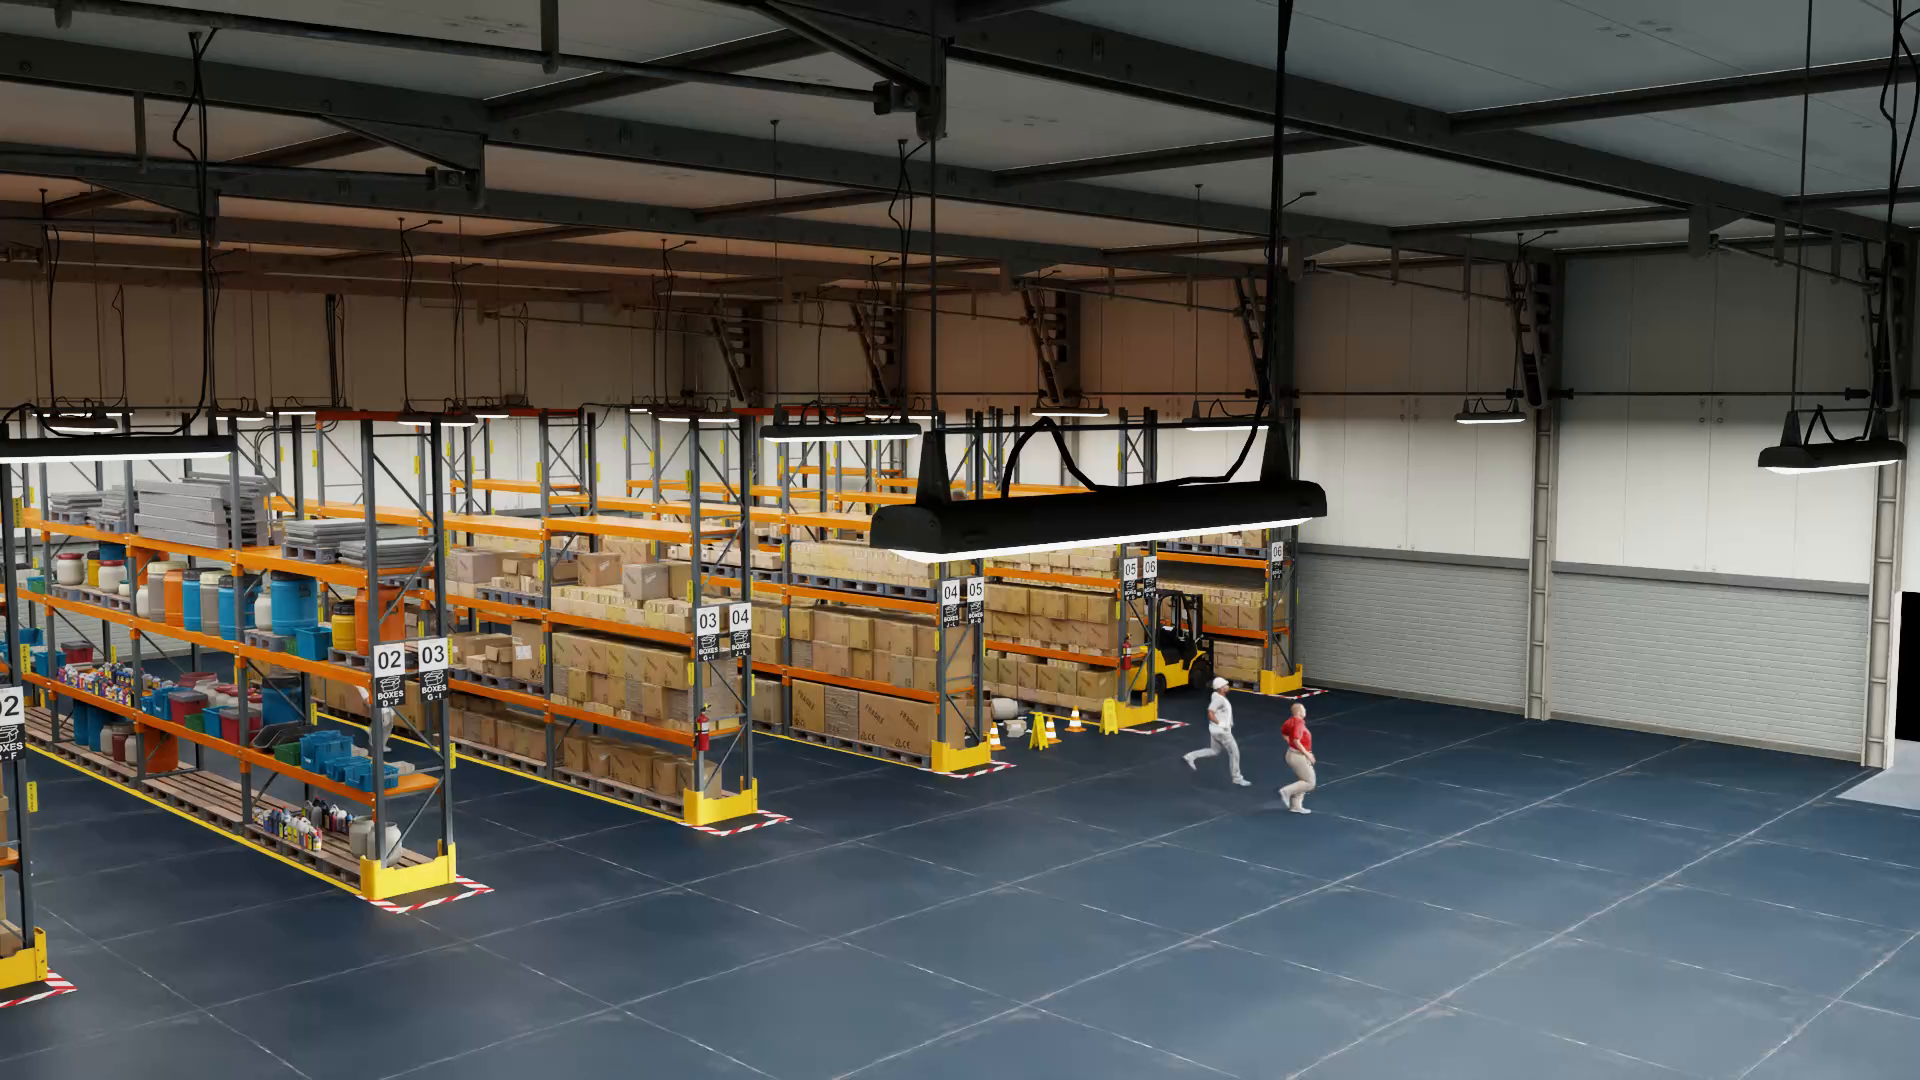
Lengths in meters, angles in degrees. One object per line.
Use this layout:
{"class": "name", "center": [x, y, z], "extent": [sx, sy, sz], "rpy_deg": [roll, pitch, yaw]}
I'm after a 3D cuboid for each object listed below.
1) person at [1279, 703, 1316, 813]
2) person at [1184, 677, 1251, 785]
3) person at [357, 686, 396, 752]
{"class": "person", "center": [5.056, 3.289, 25.009], "extent": [0.603, 1.688, 0.665], "rpy_deg": [-1, 5, -10]}
{"class": "person", "center": [4.171, 3.095, 26.904], "extent": [1.082, 1.767, 0.657], "rpy_deg": [0, 5, -3]}
{"class": "person", "center": [-10.137, 2.873, 29.247], "extent": [0.616, 1.736, 0.714], "rpy_deg": [3, 6, 34]}
